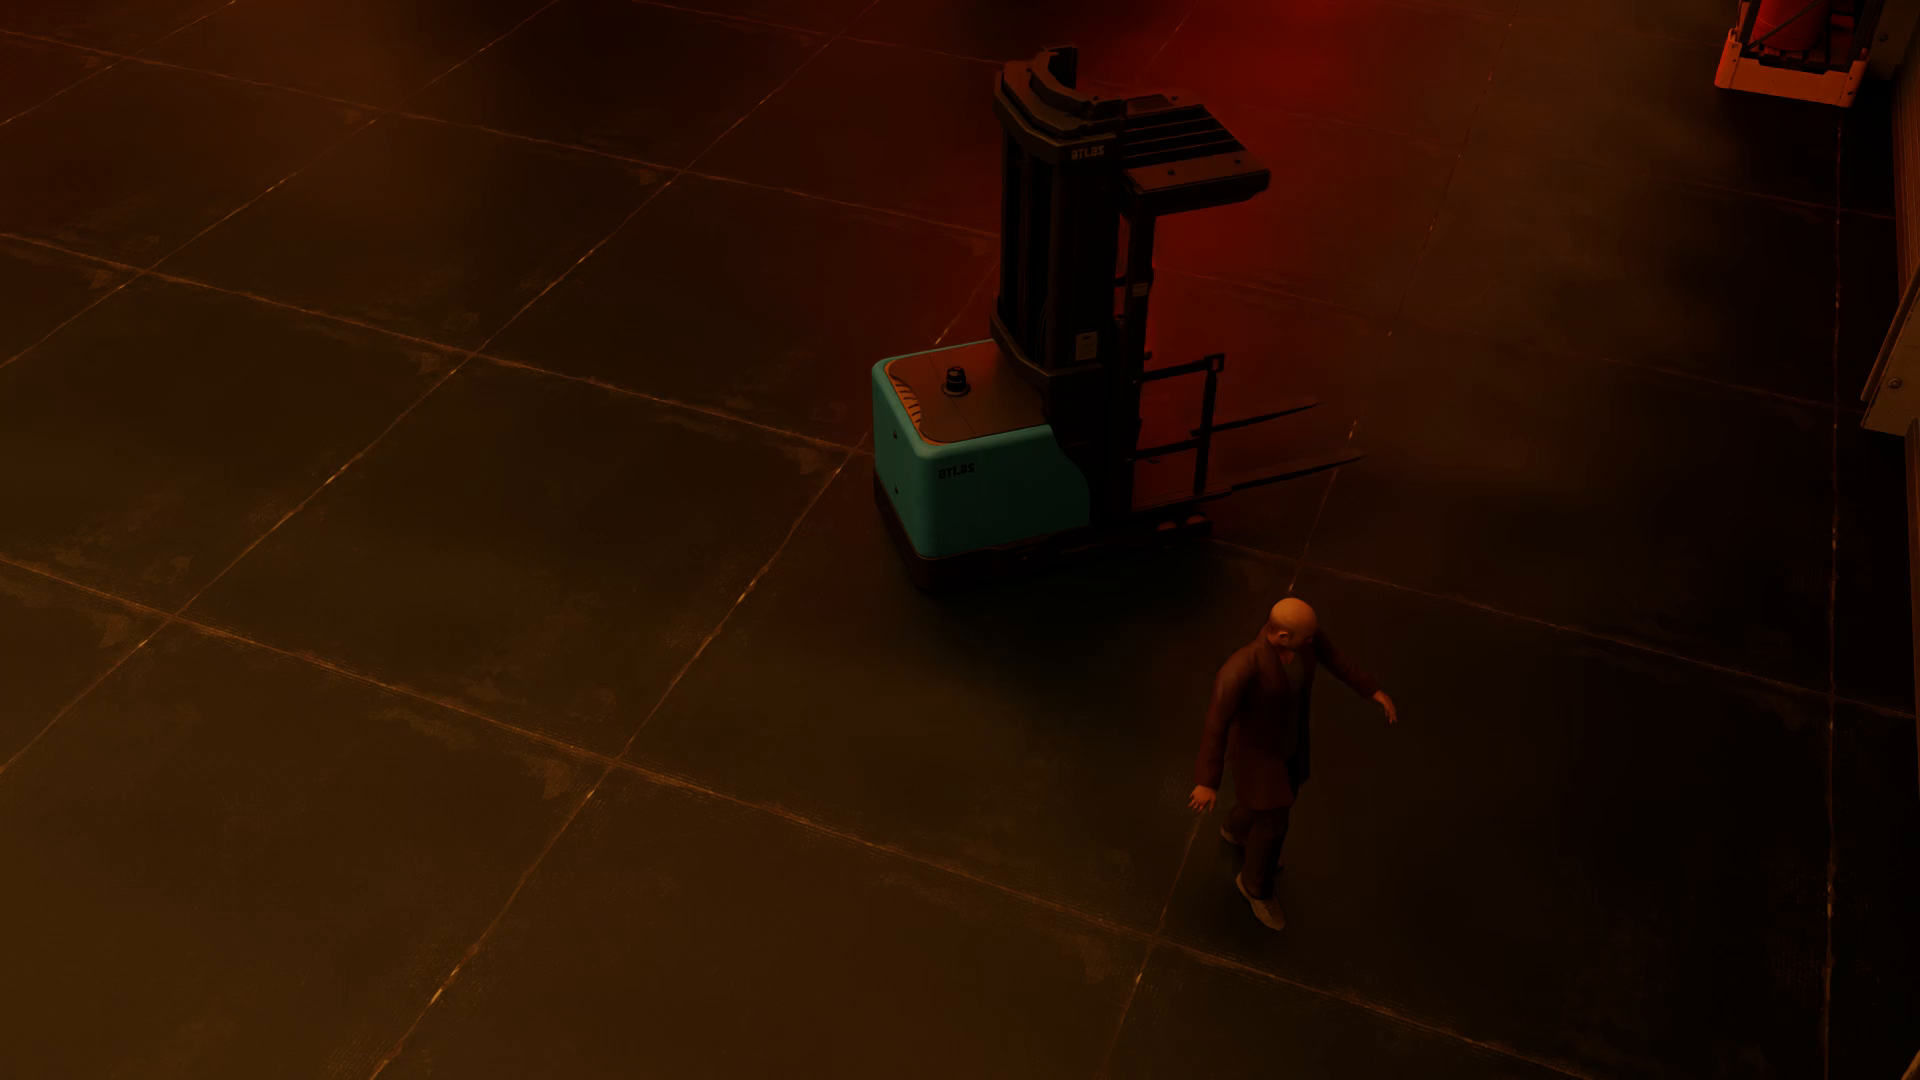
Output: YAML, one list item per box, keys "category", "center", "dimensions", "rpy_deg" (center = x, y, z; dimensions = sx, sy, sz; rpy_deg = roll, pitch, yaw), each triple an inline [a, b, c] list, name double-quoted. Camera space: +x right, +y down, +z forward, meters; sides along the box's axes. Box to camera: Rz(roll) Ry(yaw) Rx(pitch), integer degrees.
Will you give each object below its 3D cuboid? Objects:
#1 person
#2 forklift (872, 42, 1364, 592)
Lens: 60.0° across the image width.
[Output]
- category: "person"
  center: [1.493, 1.019, 7.752]
  dimensions: [1.025, 1.808, 0.640]
  rpy_deg: [-27, 47, -29]
- category: "forklift"
  center: [1.034, -1.383, 9.658]
  dimensions: [3.031, 2.935, 1.130]
  rpy_deg: [-12, 41, -14]
